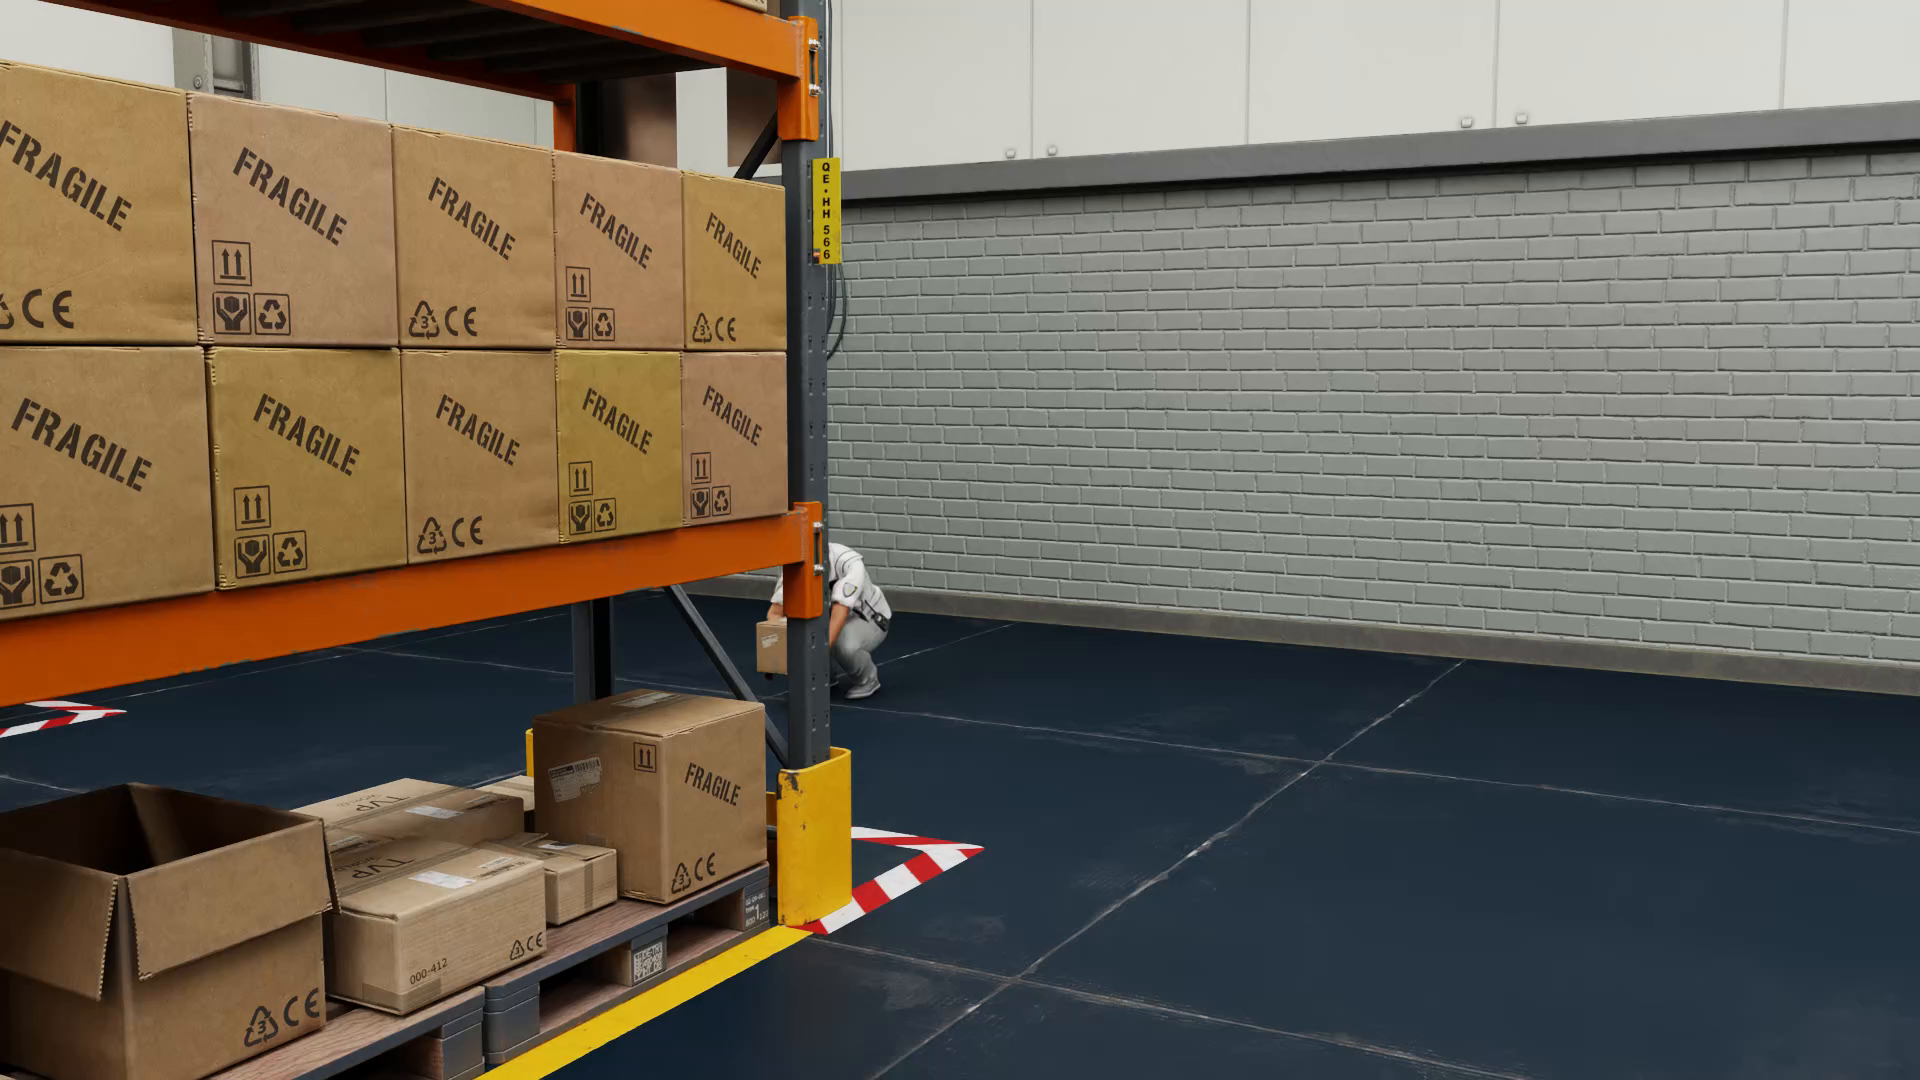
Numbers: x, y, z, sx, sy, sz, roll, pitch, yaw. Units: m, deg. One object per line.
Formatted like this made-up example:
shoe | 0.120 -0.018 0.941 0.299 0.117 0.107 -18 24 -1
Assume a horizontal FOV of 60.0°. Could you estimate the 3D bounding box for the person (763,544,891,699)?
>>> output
person | -0.700 0.378 8.816 0.530 0.938 0.848 3 7 28
